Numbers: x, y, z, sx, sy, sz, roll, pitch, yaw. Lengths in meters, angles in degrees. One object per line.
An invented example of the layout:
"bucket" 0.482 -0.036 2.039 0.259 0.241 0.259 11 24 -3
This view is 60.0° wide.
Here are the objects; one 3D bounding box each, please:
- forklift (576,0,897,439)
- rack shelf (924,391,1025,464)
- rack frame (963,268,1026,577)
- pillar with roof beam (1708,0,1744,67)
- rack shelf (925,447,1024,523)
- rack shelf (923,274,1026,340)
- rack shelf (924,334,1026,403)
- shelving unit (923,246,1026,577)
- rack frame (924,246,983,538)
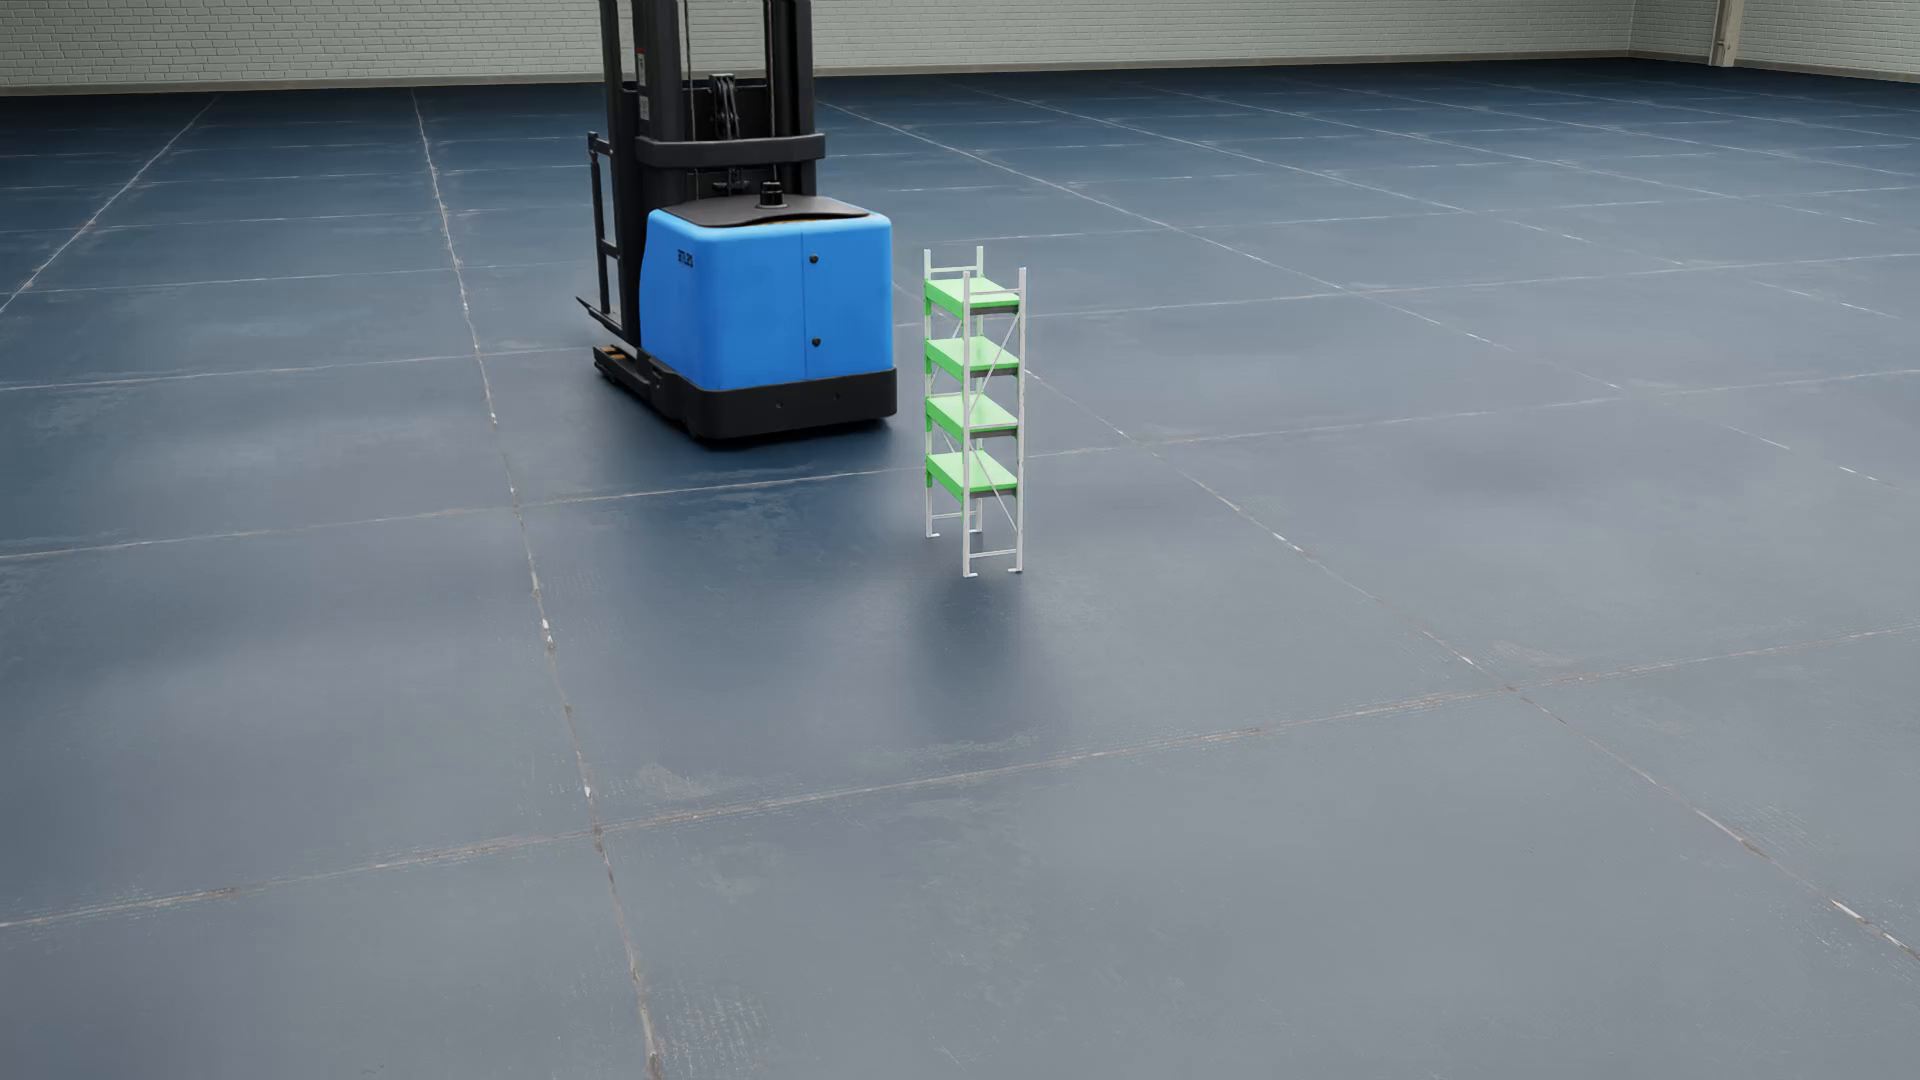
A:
"forklift" -1.447 -2.324 9.051 1.130 2.935 3.031 -10 22 -26
"rack shelf" 0.052 -0.451 6.587 0.258 0.148 0.480 -6 21 -17
"rack frame" 0.129 -0.433 6.348 0.240 1.200 0.015 -6 21 -17
"pillar with roof beam" 11.267 -13.340 30.743 9.100 9.000 0.400 -6 21 -17
"rack shelf" 0.052 -0.226 6.669 0.258 0.148 0.480 -6 21 -17
"rack shelf" 0.052 -0.903 6.425 0.258 0.148 0.480 -6 21 -17
"rack shelf" 0.052 -0.677 6.506 0.258 0.148 0.480 -6 21 -17
"shelving unit" 0.052 -0.512 6.566 0.258 1.200 0.503 -6 21 -17
"rack frame" -0.025 -0.590 6.784 0.240 1.200 0.015 -6 21 -17
